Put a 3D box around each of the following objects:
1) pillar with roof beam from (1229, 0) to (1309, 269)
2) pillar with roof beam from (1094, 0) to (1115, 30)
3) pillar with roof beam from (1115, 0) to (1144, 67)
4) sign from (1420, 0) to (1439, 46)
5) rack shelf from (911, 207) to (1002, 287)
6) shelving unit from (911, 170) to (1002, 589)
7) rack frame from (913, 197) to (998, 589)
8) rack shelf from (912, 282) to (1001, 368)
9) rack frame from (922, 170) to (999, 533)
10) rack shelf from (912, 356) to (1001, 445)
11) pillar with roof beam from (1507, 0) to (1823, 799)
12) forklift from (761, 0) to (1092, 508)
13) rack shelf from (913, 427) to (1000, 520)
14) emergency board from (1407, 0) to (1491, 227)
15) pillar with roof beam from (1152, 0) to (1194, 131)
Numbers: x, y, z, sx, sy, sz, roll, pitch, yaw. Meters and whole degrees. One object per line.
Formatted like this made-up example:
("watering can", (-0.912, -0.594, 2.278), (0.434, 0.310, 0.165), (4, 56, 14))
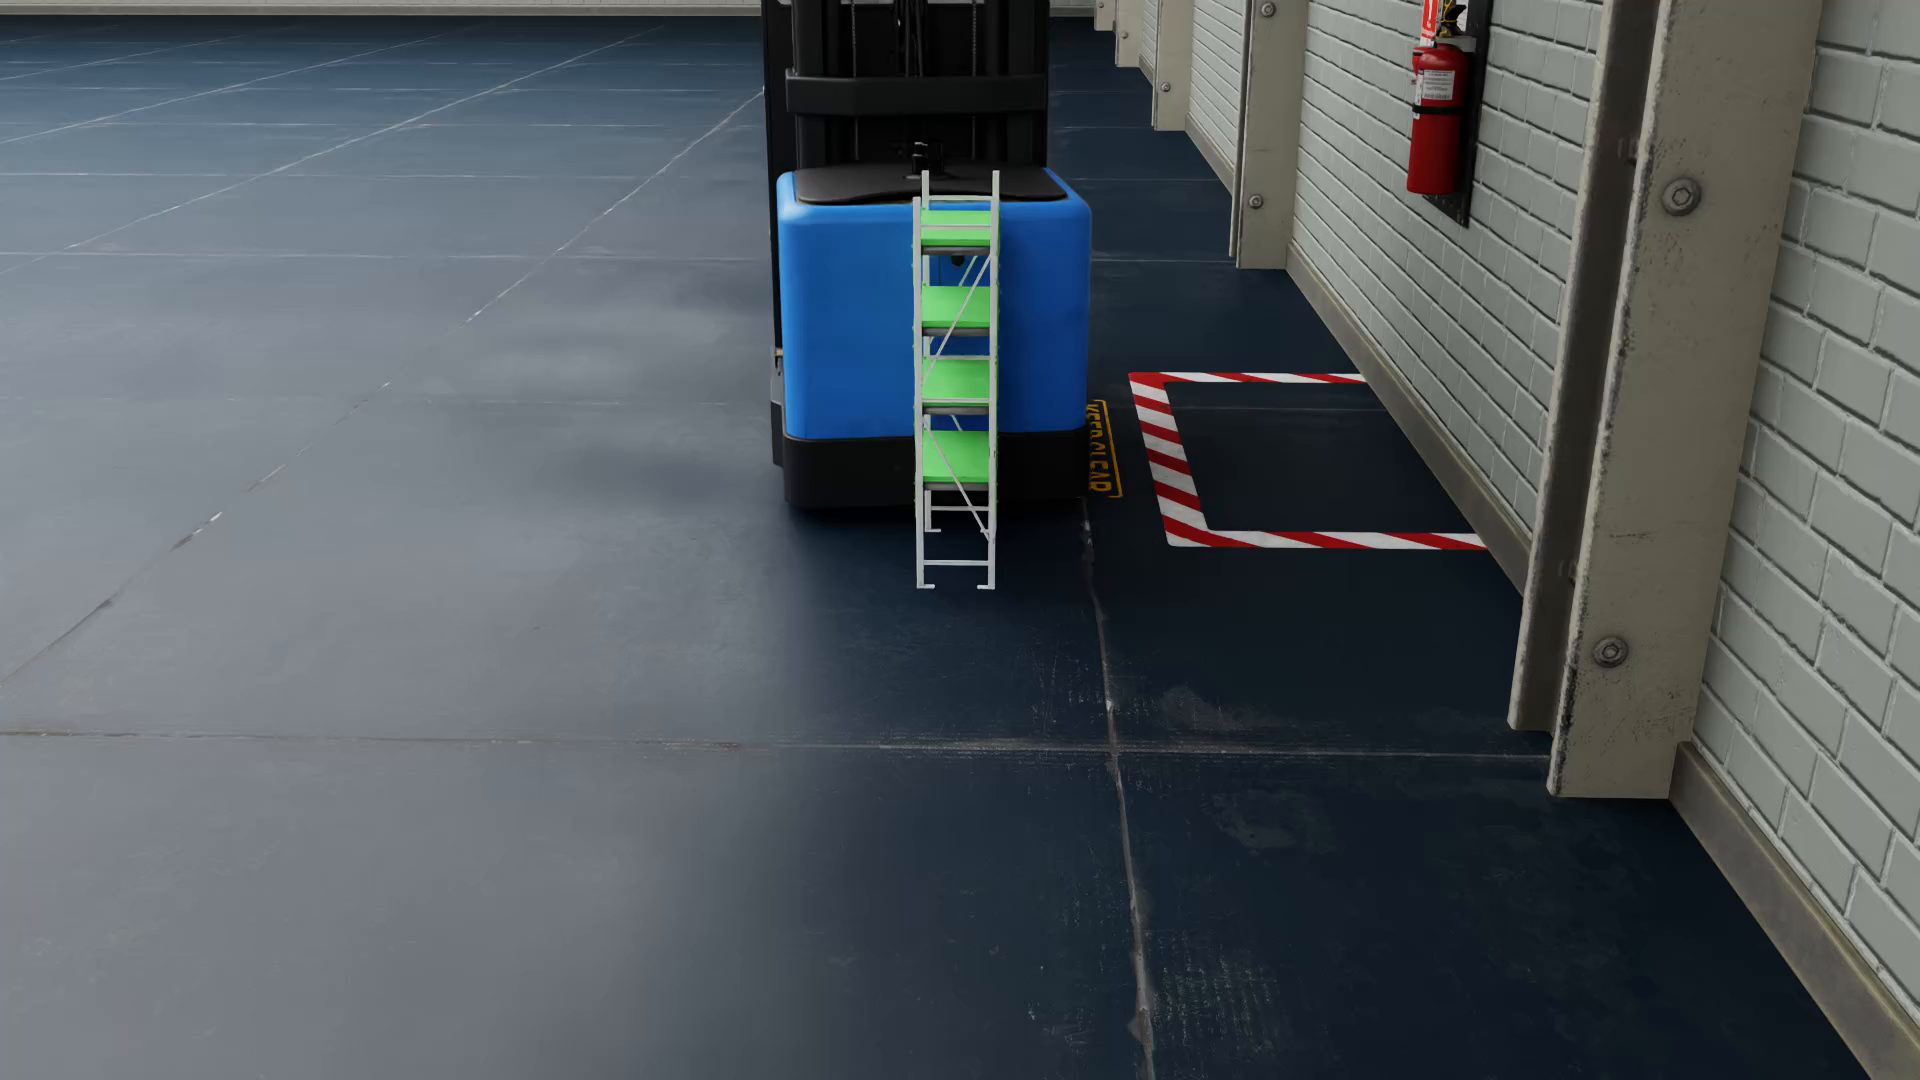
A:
("pillar with roof beam", (-2.550, -5.872, 8.222), (9.100, 9.000, 0.400), (1, 21, 2))
("pillar with roof beam", (-2.003, -12.380, 24.995), (9.100, 9.000, 0.400), (1, 21, 2))
("pillar with roof beam", (-2.185, -10.211, 19.404), (9.100, 9.000, 0.400), (1, 21, 2))
("sign", (1.804, -1.967, 6.402), (0.001, 0.329, 0.234), (1, 21, 2))
("rack shelf", (-0.005, -0.887, 5.007), (0.258, 0.148, 0.480), (1, 21, 2))
("shelving unit", (-0.005, -0.500, 5.158), (0.258, 1.200, 0.503), (1, 21, 2))
("rack frame", (-0.012, -0.411, 4.930), (0.240, 1.200, 0.015), (1, 21, 2))
("rack shelf", (-0.005, -0.664, 5.094), (0.258, 0.148, 0.480), (1, 21, 2))
("rack frame", (0.002, -0.588, 5.385), (0.240, 1.200, 0.015), (1, 21, 2))
("rack shelf", (-0.005, -0.440, 5.181), (0.258, 0.148, 0.480), (1, 21, 2))
("pillar with roof beam", (-2.733, -3.702, 2.631), (9.100, 9.000, 0.400), (1, 21, 2))
("forklift", (-0.233, -1.967, 6.545), (1.130, 2.935, 3.031), (-2, 21, -6))
("rack shelf", (-0.005, -0.216, 5.268), (0.258, 0.148, 0.480), (1, 21, 2))
("emergency board", (1.684, -1.751, 5.896), (0.194, 1.169, 0.643), (1, 21, 2))
("pillar with roof beam", (-2.368, -8.041, 13.813), (9.100, 9.000, 0.400), (1, 21, 2))
